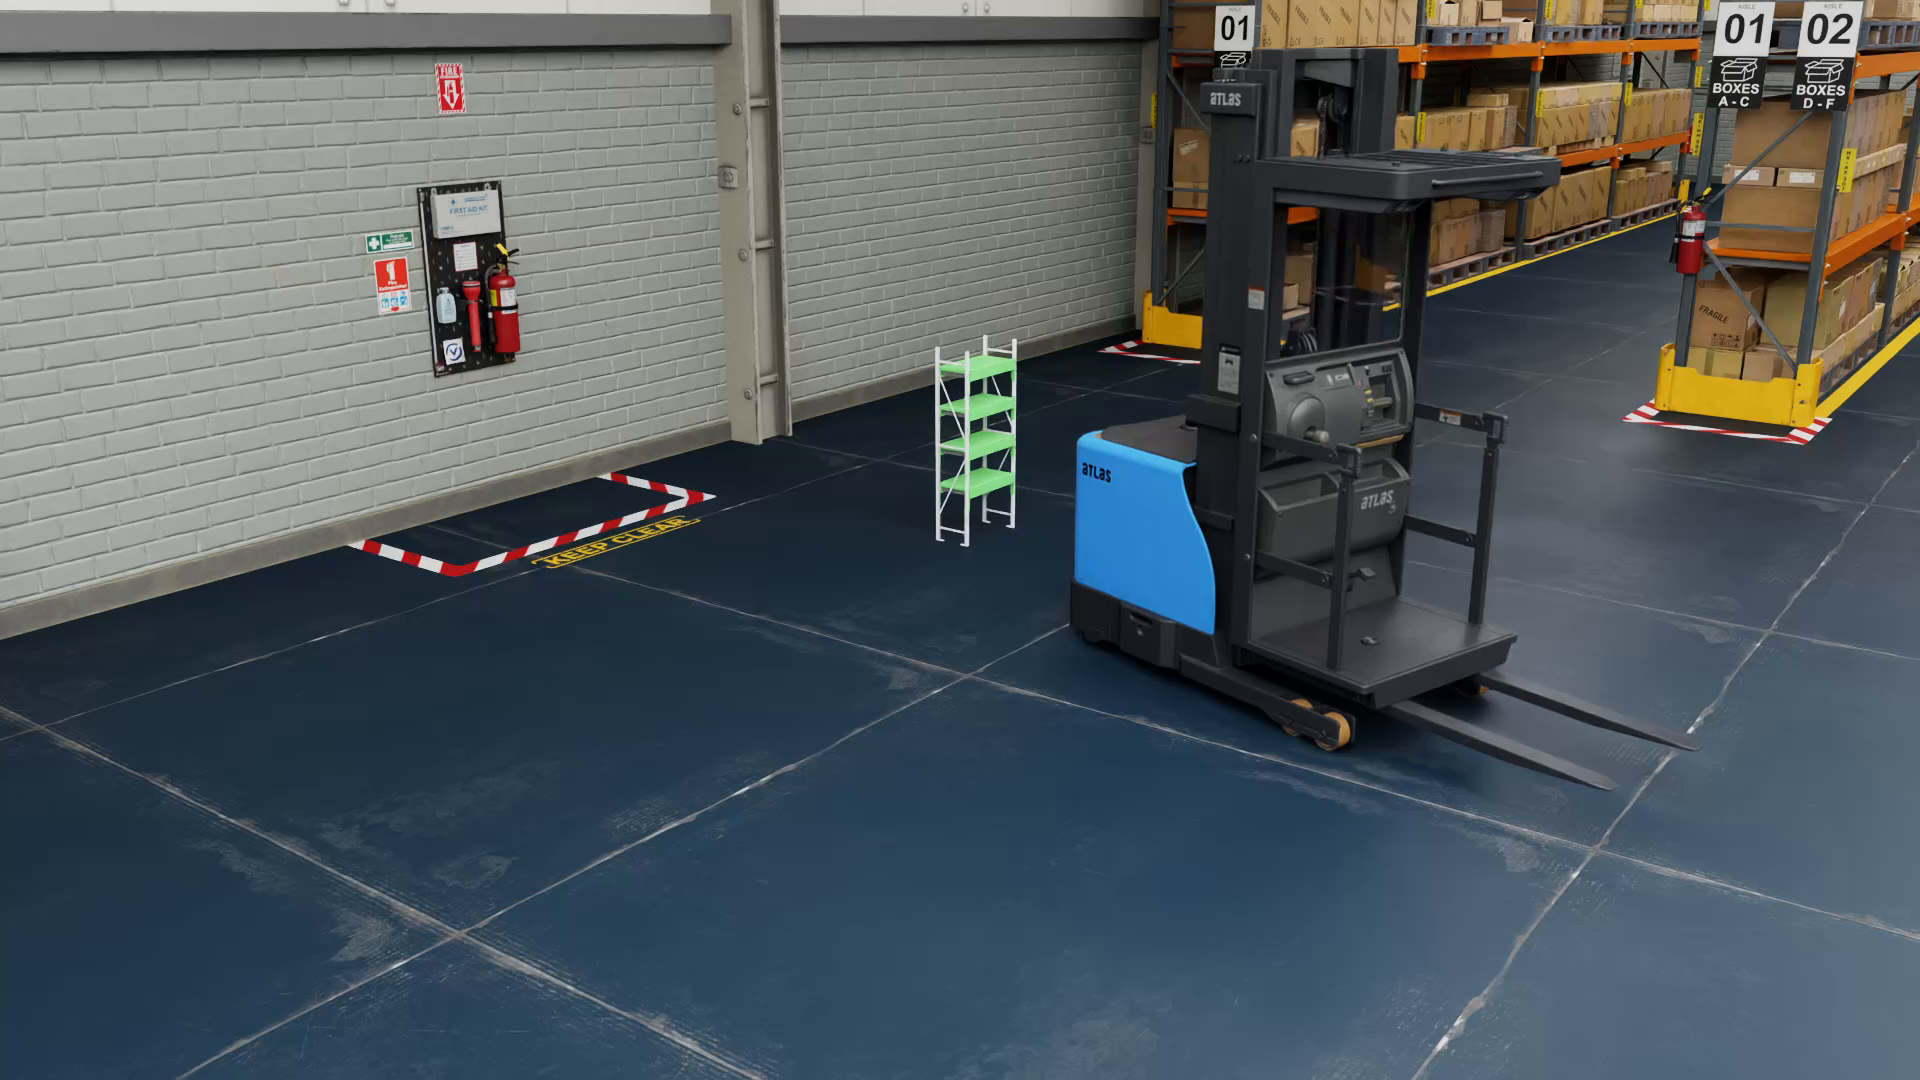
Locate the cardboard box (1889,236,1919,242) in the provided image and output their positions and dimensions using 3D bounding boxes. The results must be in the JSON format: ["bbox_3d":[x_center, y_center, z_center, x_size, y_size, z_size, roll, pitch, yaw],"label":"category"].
[{"bbox_3d":[10.649,-3.228,18.563,0.500,0.311,0.500,12,21,34],"label":"cardboard box"}]

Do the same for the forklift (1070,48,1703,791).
[{"bbox_3d":[1.856,-0.643,7.372,1.130,2.935,3.031,-13,21,-35],"label":"forklift"}]

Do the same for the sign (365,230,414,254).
[{"bbox_3d":[-3.438,-1.800,10.028,0.001,0.109,0.331,12,21,35],"label":"sign"}]

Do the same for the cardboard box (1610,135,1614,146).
[{"bbox_3d":[9.496,-5.952,24.743,0.380,0.149,0.250,13,21,35],"label":"cardboard box"}]

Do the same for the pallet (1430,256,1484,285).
[{"bbox_3d":[5.893,-3.434,20.944,1.003,0.211,1.213,12,21,35],"label":"pallet"}]

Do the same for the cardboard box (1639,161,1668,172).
[{"bbox_3d":[11.435,-6.154,27.417,0.380,0.149,0.250,13,22,36],"label":"cardboard box"}]

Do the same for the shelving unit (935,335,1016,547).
[{"bbox_3d":[0.099,-0.612,10.193,0.258,1.200,0.503,12,21,35],"label":"shelving unit"}]

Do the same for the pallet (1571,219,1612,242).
[{"bbox_3d":[9.071,-4.664,24.908,1.003,0.211,1.213,12,21,35],"label":"pallet"}]

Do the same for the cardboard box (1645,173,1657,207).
[{"bbox_3d":[10.919,-5.729,27.142,0.700,0.500,0.500,12,21,33],"label":"cardboard box"}]

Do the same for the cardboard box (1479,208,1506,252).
[{"bbox_3d":[6.700,-4.076,21.785,0.700,0.500,0.500,13,21,35],"label":"cardboard box"}]

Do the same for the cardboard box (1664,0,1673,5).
[{"bbox_3d":[10.711,-8.523,25.685,0.500,0.500,0.500,13,21,35],"label":"cardboard box"}]

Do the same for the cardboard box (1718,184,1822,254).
[{"bbox_3d":[6.589,-2.617,13.445,0.700,0.500,0.500,12,21,35],"label":"cardboard box"}]

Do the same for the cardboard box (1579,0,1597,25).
[{"bbox_3d":[8.578,-7.549,23.528,0.700,0.500,0.500,12,21,34],"label":"cardboard box"}]

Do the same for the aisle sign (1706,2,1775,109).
[{"bbox_3d":[6.026,-3.738,12.841,0.394,0.787,0.004,12,21,35],"label":"aisle sign"}]

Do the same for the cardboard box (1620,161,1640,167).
[{"bbox_3d":[10.980,-6.163,27.444,0.380,0.149,0.250,13,21,35],"label":"cardboard box"}]

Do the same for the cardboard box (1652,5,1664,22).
[{"bbox_3d":[10.409,-8.039,25.392,0.500,0.250,0.500,12,21,34],"label":"cardboard box"}]

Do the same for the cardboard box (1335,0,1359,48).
[{"bbox_3d":[3.677,-5.238,16.792,0.500,0.500,0.500,14,22,38],"label":"cardboard box"}]

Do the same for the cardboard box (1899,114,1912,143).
[{"bbox_3d":[11.352,-4.784,19.715,0.700,0.500,0.500,5,18,16],"label":"cardboard box"}]

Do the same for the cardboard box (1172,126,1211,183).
[{"bbox_3d":[2.430,-3.781,16.316,0.500,0.500,0.500,12,21,34],"label":"cardboard box"}]

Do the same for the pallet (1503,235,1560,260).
[{"bbox_3d":[7.617,-4.083,23.036,1.003,0.211,1.213,12,21,35],"label":"pallet"}]

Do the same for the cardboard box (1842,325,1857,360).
[{"bbox_3d":[7.694,-1.793,14.889,0.500,0.250,0.500,12,21,35],"label":"cardboard box"}]

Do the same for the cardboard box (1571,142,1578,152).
[{"bbox_3d":[8.536,-5.596,23.596,0.380,0.149,0.250,13,22,36],"label":"cardboard box"}]

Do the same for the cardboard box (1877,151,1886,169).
[{"bbox_3d":[8.086,-3.426,14.956,0.380,0.149,0.250,12,21,34],"label":"cardboard box"}]

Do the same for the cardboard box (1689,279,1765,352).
[{"bbox_3d":[6.381,-1.886,13.924,0.500,0.500,0.500,12,21,35],"label":"cardboard box"}]

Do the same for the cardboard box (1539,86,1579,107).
[{"bbox_3d":[8.179,-6.108,22.888,0.500,0.250,0.500,13,21,35],"label":"cardboard box"}]

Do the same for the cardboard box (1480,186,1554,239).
[{"bbox_3d":[7.630,-4.566,22.807,0.750,0.750,0.750,12,21,34],"label":"cardboard box"}]

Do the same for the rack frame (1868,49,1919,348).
[{"bbox_3d":[8.684,-3.413,16.177,1.000,3.000,0.127,12,21,35],"label":"rack frame"}]

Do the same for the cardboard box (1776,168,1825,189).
[{"bbox_3d":[6.707,-2.873,13.177,0.380,0.149,0.250,12,21,34],"label":"cardboard box"}]

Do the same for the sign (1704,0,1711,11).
[{"bbox_3d":[12.281,-8.864,27.313,0.100,0.325,0.005,12,21,35],"label":"sign"}]

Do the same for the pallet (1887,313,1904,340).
[{"bbox_3d":[9.092,-2.264,17.178,1.003,0.211,1.213,12,21,35],"label":"pallet"}]

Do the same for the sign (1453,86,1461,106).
[{"bbox_3d":[6.639,-5.891,22.203,0.100,0.325,0.005,12,21,35],"label":"sign"}]

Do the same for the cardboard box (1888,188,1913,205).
[{"bbox_3d":[9.376,-3.468,16.778,0.380,0.149,0.250,12,21,35],"label":"cardboard box"}]

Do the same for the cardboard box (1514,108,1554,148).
[{"bbox_3d":[7.582,-5.510,22.226,0.500,0.500,0.500,13,22,36],"label":"cardboard box"}]

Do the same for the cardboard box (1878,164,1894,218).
[{"bbox_3d":[8.425,-3.354,15.819,0.700,0.500,0.500,12,21,33],"label":"cardboard box"}]

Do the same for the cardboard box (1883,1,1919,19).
[{"bbox_3d":[8.185,-4.658,14.606,0.380,0.149,0.250,12,21,35],"label":"cardboard box"}]

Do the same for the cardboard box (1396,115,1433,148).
[{"bbox_3d":[5.034,-4.661,19.284,0.700,0.500,0.500,12,21,35],"label":"cardboard box"}]

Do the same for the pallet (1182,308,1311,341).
[{"bbox_3d":[2.878,-2.209,17.000,1.003,0.211,1.213,12,21,35],"label":"pallet"}]

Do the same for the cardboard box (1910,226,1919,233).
[{"bbox_3d":[11.568,-3.440,19.737,0.500,0.500,0.500,14,22,37],"label":"cardboard box"}]

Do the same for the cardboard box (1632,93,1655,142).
[{"bbox_3d":[10.246,-6.636,26.048,0.980,0.700,0.700,12,21,33],"label":"cardboard box"}]

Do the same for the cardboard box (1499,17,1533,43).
[{"bbox_3d":[6.875,-6.421,20.921,0.500,0.311,0.500,12,21,35],"label":"cardboard box"}]

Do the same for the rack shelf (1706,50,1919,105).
[{"bbox_3d":[7.492,-4.026,14.305,1.077,0.370,4.000,12,21,35],"label":"rack shelf"}]

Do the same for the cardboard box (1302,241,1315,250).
[{"bbox_3d":[4.117,-3.050,18.480,0.500,0.500,0.500,11,20,31],"label":"cardboard box"}]

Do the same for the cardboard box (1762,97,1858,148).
[{"bbox_3d":[6.930,-3.376,13.700,0.700,0.500,0.500,12,21,33],"label":"cardboard box"}]

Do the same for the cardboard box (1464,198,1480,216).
[{"bbox_3d":[6.310,-4.310,21.272,0.500,0.250,0.500,13,21,36],"label":"cardboard box"}]

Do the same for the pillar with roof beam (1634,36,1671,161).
[{"bbox_3d":[16.225,-10.046,27.421,9.100,9.000,0.400,12,21,35],"label":"pillar with roof beam"}]

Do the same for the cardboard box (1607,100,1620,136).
[{"bbox_3d":[9.397,-6.238,24.570,0.500,0.500,0.500,12,21,34],"label":"cardboard box"}]

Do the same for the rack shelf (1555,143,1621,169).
[{"bbox_3d":[8.278,-5.373,23.702,1.077,0.370,4.000,12,21,35],"label":"rack shelf"}]

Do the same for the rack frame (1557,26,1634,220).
[{"bbox_3d":[9.470,-6.193,25.129,1.000,3.000,0.127,12,21,35],"label":"rack frame"}]

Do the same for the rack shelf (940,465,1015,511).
[{"bbox_3d":[0.099,-0.322,10.283,0.258,0.148,0.480,12,21,35],"label":"rack shelf"}]

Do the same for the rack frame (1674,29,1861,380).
[{"bbox_3d":[6.301,-2.461,13.109,1.000,3.000,0.127,12,21,35],"label":"rack frame"}]
